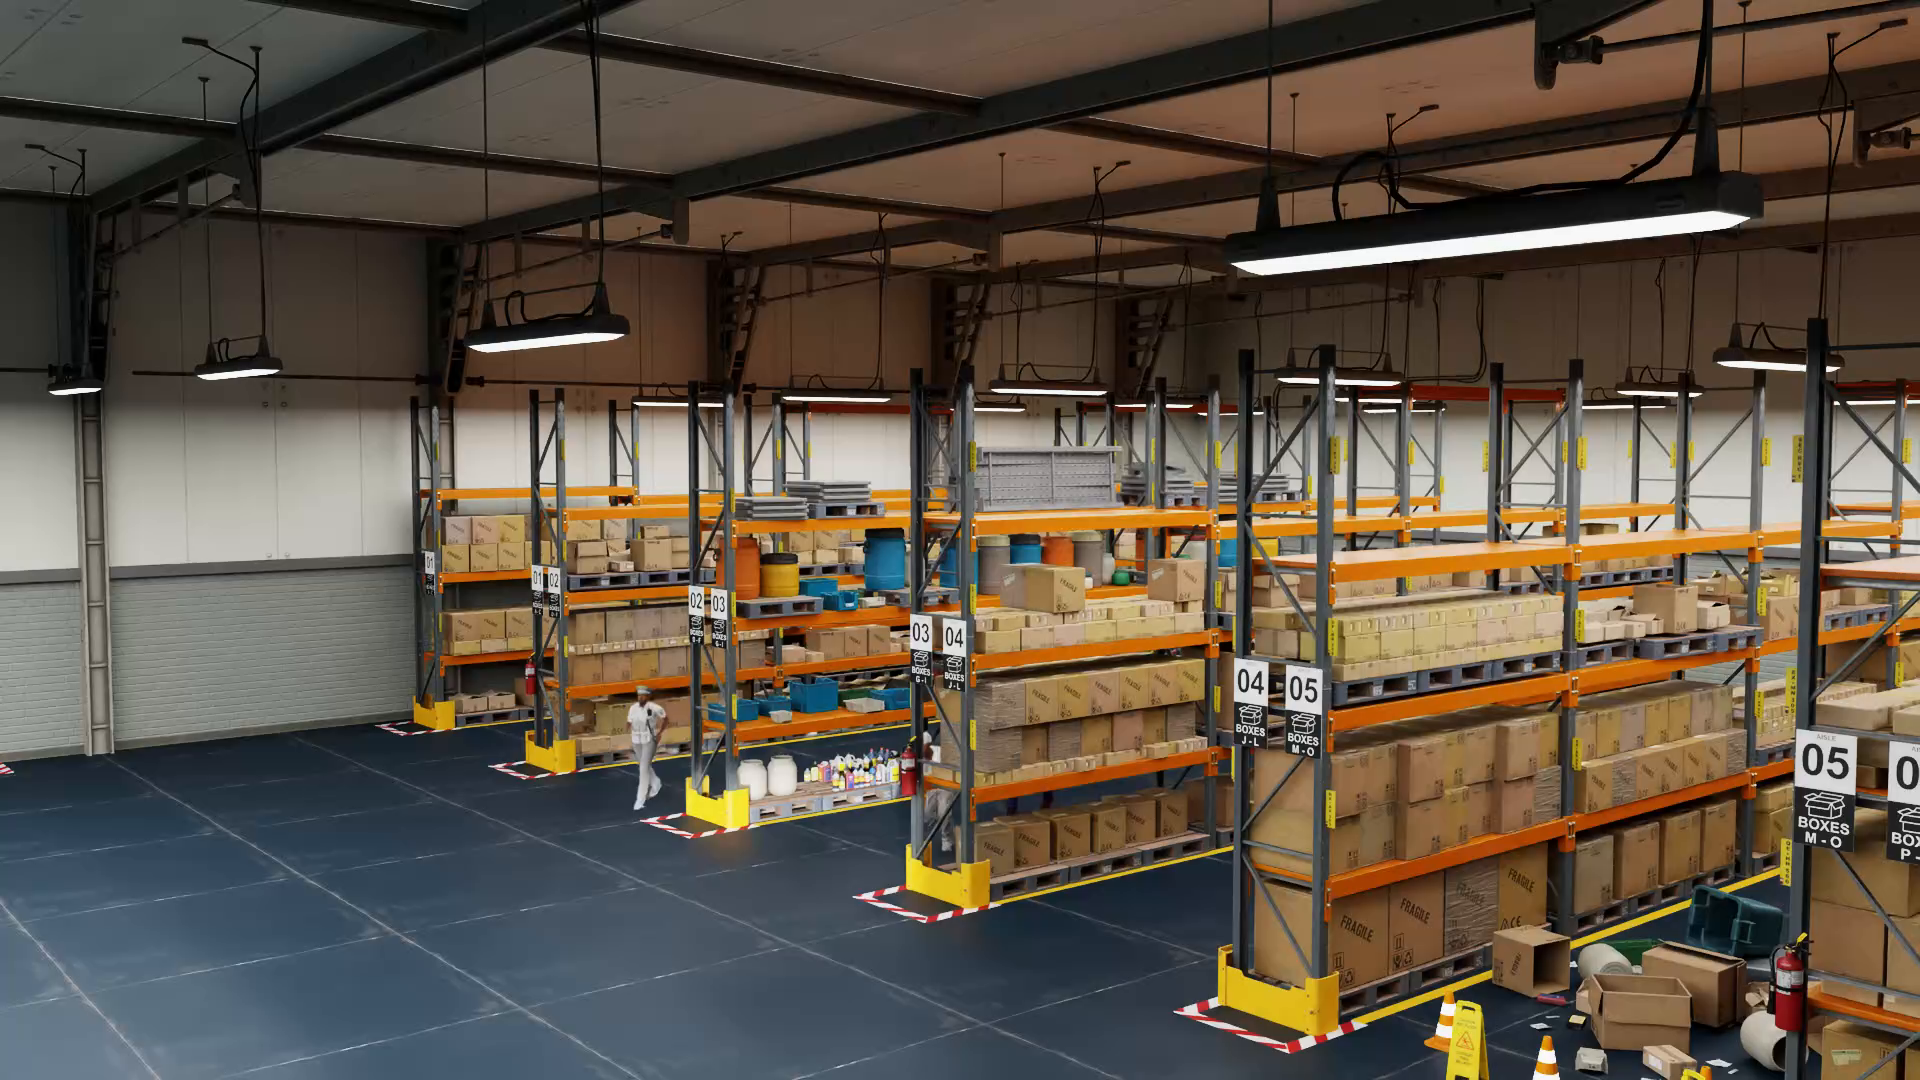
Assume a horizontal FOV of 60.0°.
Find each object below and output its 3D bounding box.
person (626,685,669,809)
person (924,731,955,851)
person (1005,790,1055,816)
[{"bbox_3d":[-4.493,2.930,23.769,0.565,1.761,0.811,1,4,19],"label":"person"},{"bbox_3d":[-0.367,3.142,20.835,0.715,1.588,0.823,2,4,31],"label":"person"},{"bbox_3d":[0.964,3.027,22.884,0.604,1.650,0.973,3,4,39],"label":"person"}]
